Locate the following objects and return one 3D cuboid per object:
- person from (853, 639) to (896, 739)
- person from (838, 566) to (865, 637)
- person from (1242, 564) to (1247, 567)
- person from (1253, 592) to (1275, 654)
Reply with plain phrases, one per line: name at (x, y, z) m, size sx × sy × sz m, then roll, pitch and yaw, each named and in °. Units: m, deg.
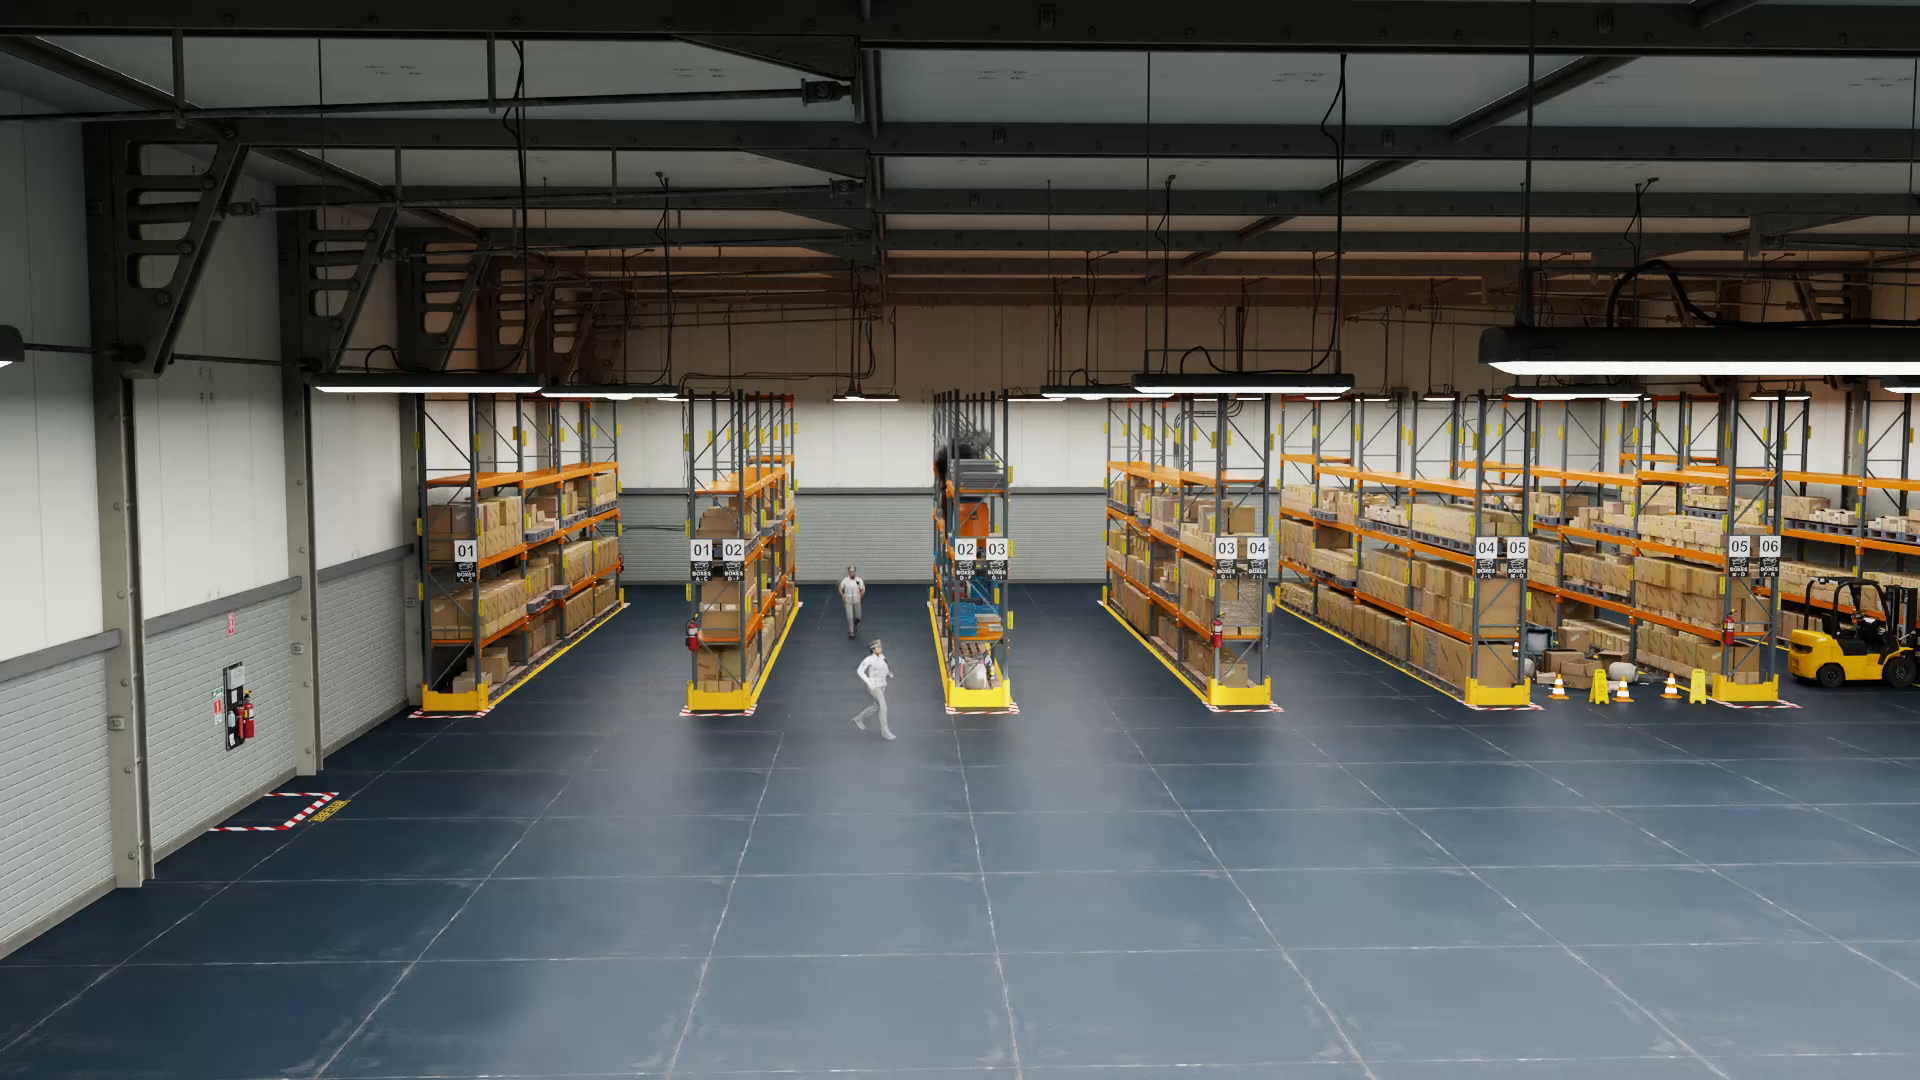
person at (-1.454, 2.546, 28.652) m, size 0.842 × 1.710 × 0.603 m, roll 3°, pitch 5°, yaw 30°
person at (-2.671, 1.502, 41.113) m, size 0.664 × 1.733 × 0.645 m, roll -1°, pitch 5°, yaw -8°
person at (7.913, 1.030, 46.925) m, size 0.716 × 1.773 × 0.926 m, roll 1°, pitch 5°, yaw 16°
person at (6.969, 1.810, 38.248) m, size 0.620 × 1.712 × 0.715 m, roll 0°, pitch 5°, yaw -4°
